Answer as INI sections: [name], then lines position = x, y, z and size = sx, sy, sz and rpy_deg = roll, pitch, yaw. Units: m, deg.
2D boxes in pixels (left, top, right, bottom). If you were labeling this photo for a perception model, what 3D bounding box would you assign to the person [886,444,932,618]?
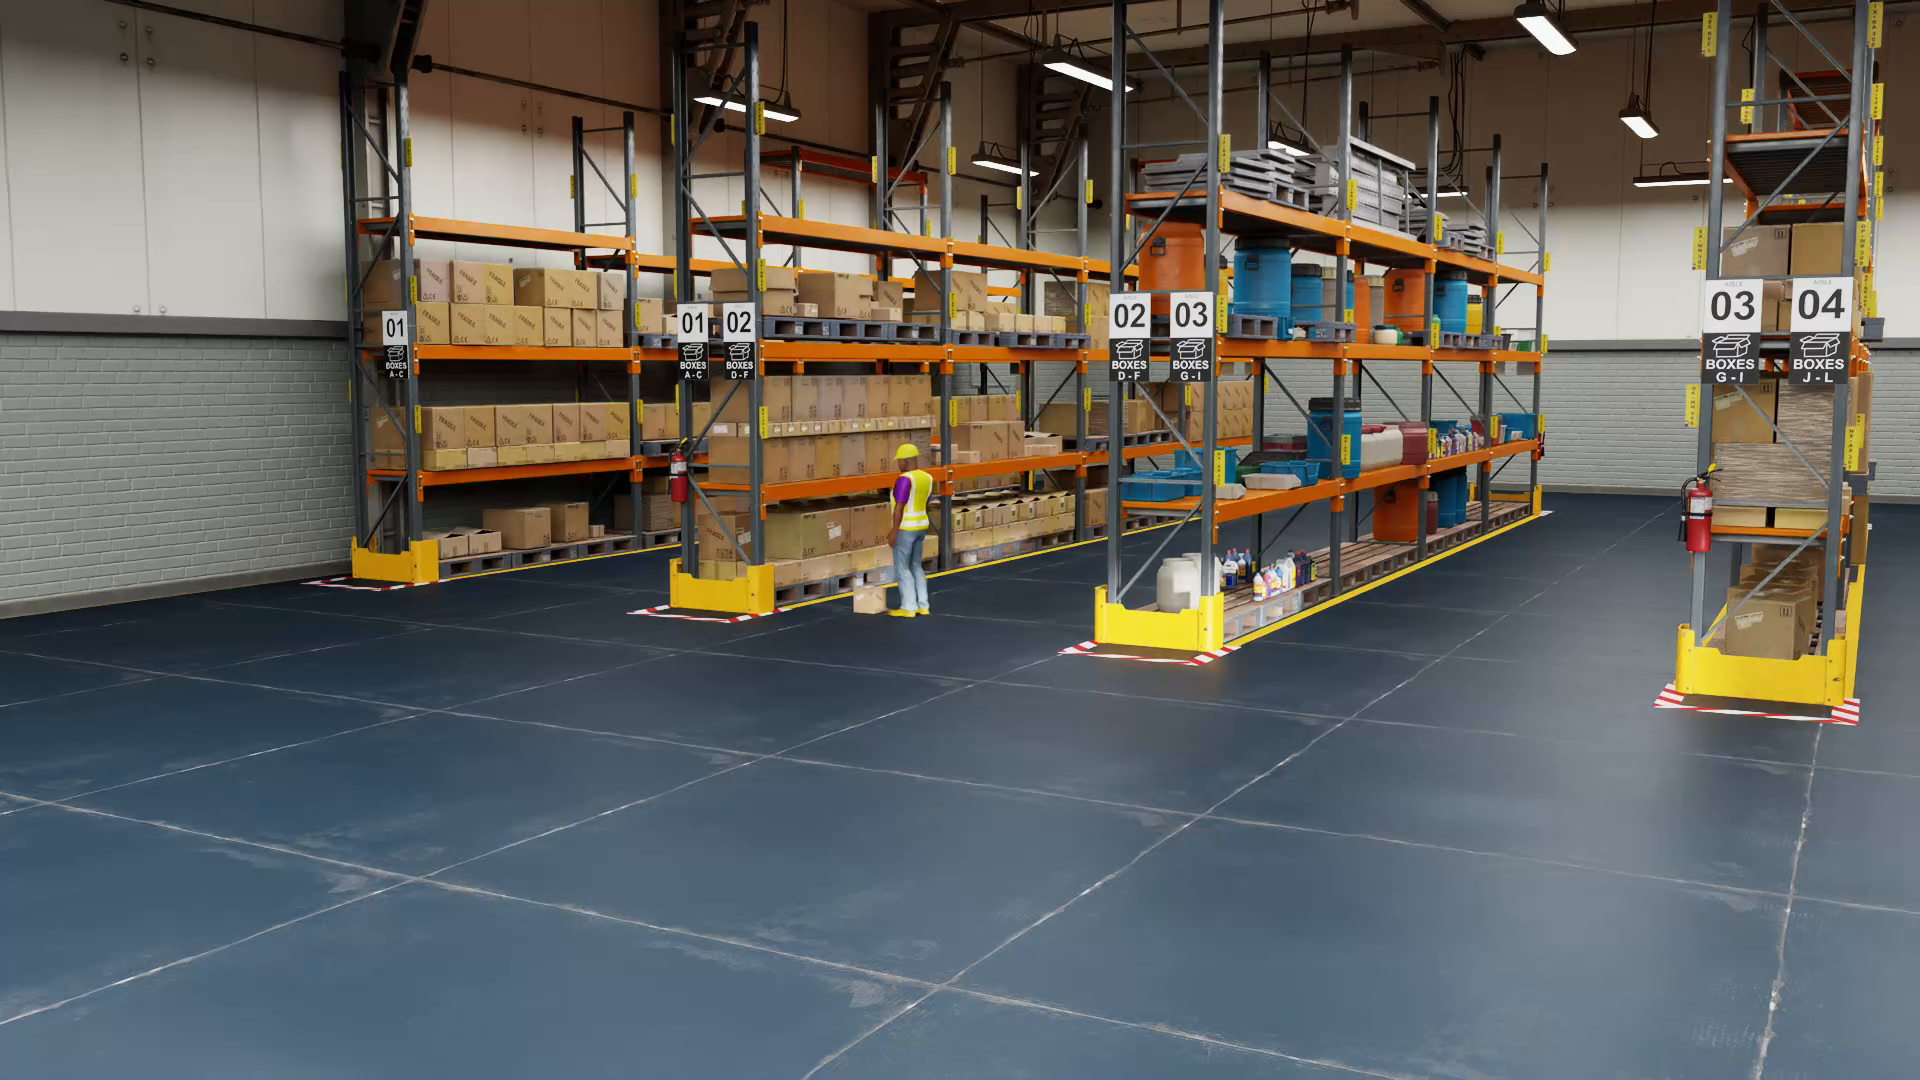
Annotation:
[person]
position = -0.522, -0.102, 17.029
size = 0.362, 1.762, 0.566
rpy_deg = 3, 7, 30
